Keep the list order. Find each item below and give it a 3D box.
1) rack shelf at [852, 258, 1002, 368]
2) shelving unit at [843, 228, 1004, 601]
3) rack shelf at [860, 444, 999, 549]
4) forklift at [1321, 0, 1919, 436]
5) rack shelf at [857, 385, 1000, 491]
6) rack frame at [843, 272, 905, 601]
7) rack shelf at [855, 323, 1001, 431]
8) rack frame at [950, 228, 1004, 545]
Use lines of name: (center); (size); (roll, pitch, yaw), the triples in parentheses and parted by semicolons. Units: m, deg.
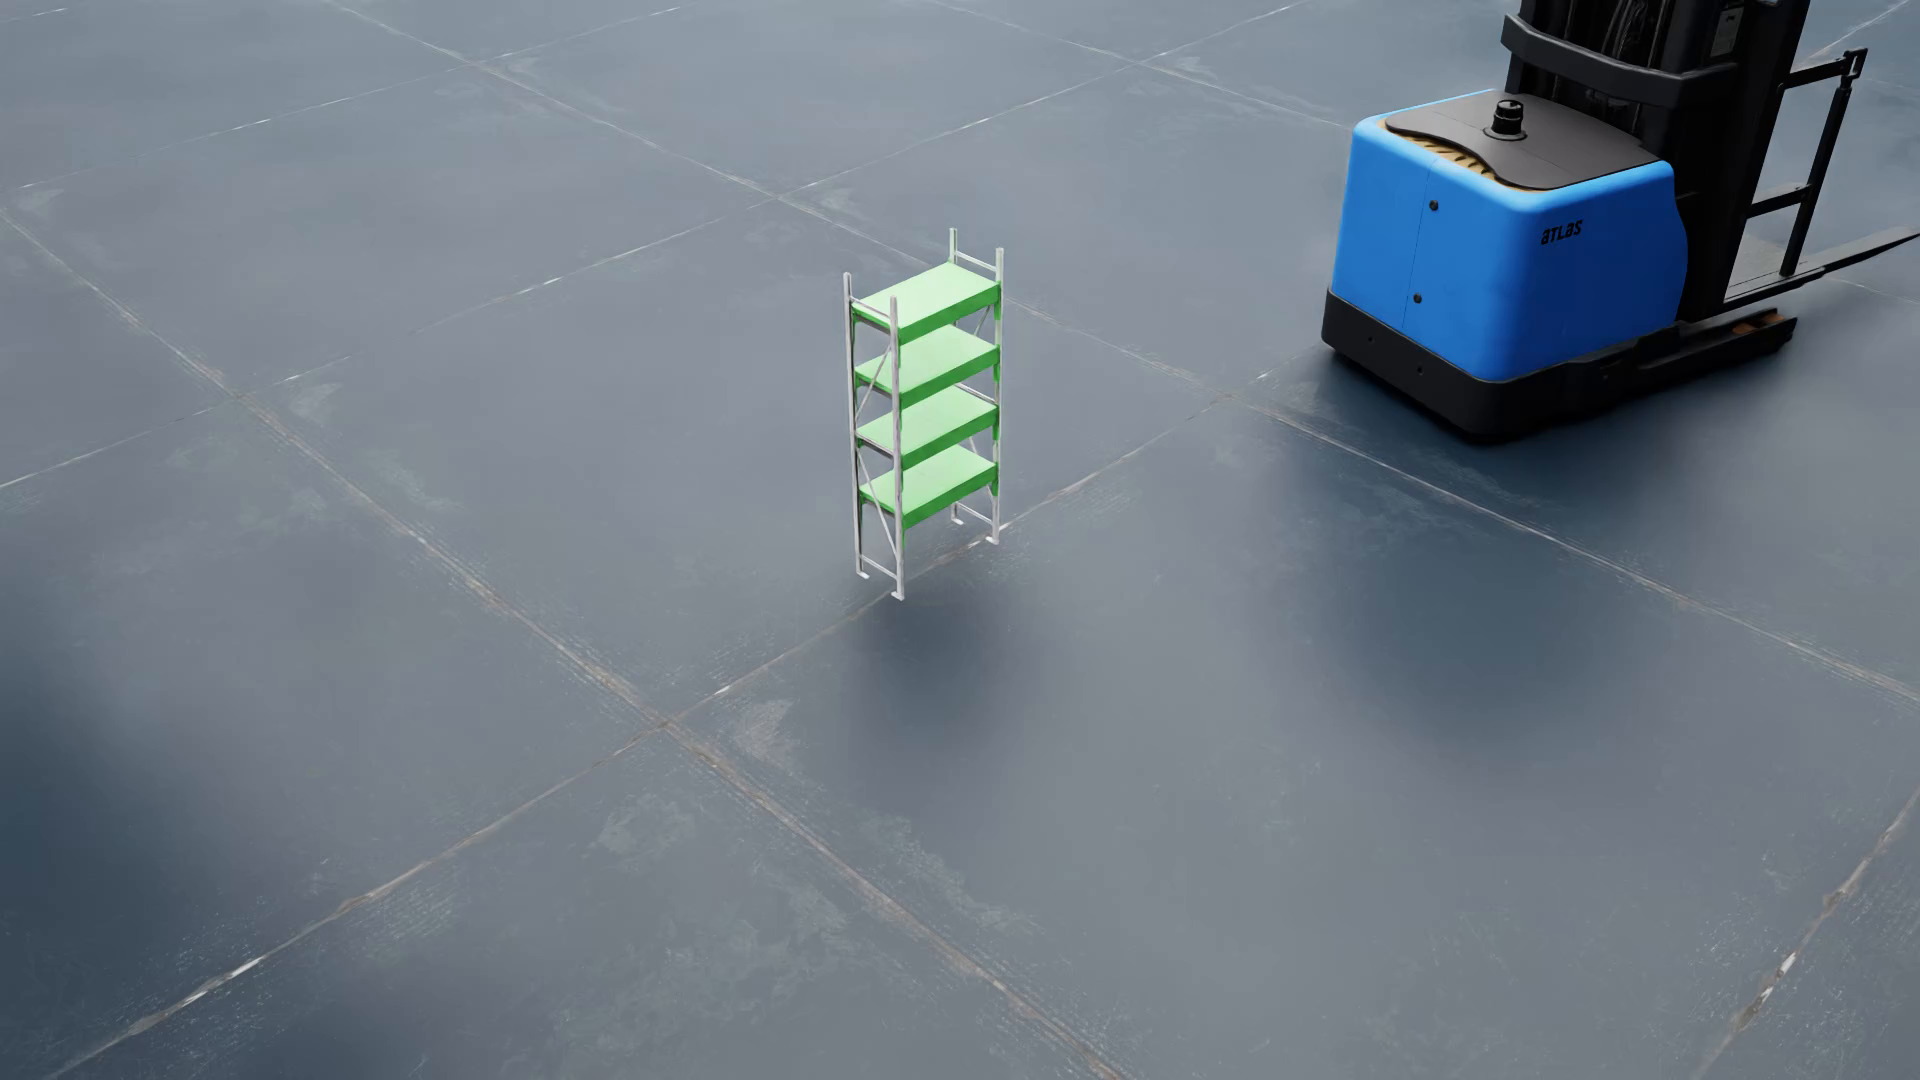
rack shelf: (-0.117, -0.766, 5.572); (0.258, 0.148, 0.480); (30, 45, 35)
shelving unit: (-0.117, -0.425, 5.810); (0.258, 1.200, 0.503); (30, 45, 35)
rack shelf: (-0.117, -0.176, 5.984); (0.258, 0.148, 0.480); (30, 45, 35)
forklift: (3.146, -2.239, 6.898); (3.031, 2.935, 1.130); (-18, 39, -24)
rack shelf: (-0.117, -0.373, 5.847); (0.258, 0.148, 0.480); (30, 45, 35)
rack frame: (-0.289, -0.326, 5.668); (0.240, 1.200, 0.015); (30, 45, 35)
rack shelf: (-0.117, -0.569, 5.710); (0.258, 0.148, 0.480); (30, 45, 35)
rack frame: (0.055, -0.524, 5.952); (0.240, 1.200, 0.015); (30, 45, 35)
